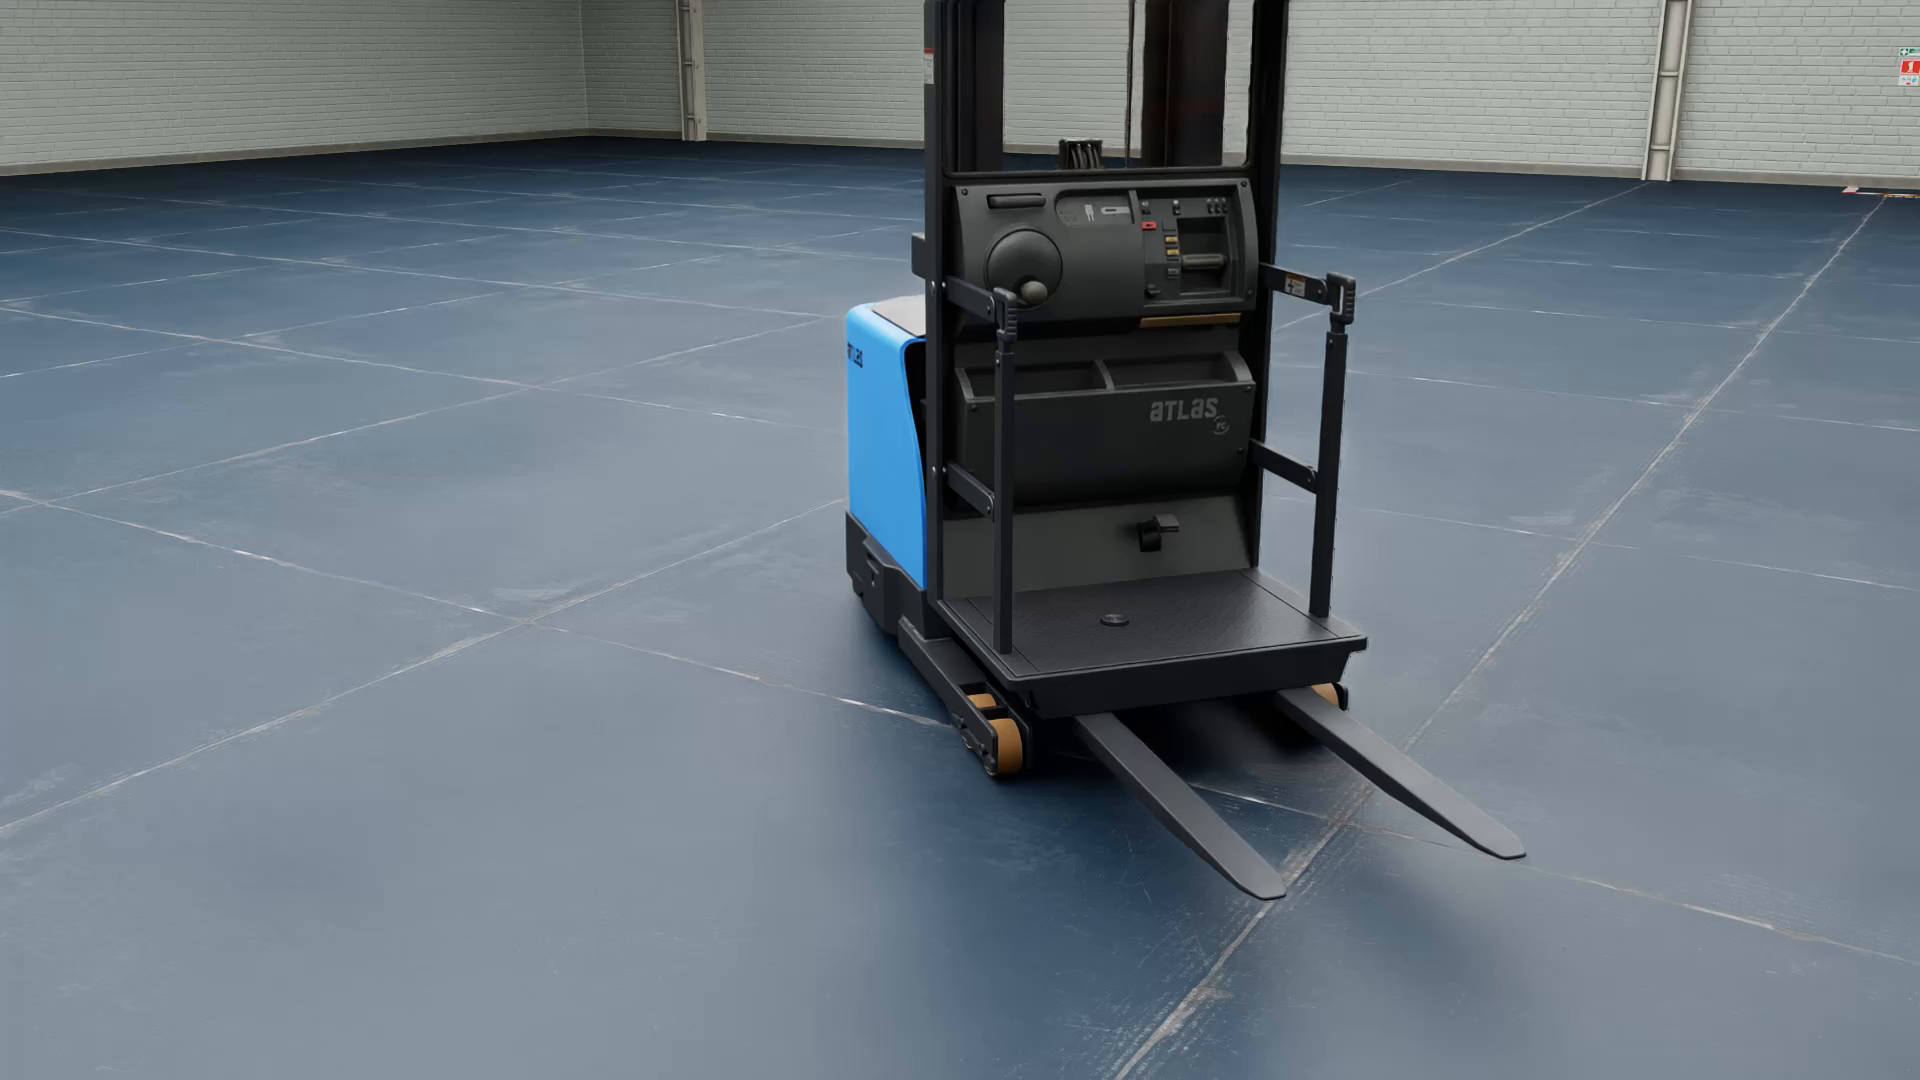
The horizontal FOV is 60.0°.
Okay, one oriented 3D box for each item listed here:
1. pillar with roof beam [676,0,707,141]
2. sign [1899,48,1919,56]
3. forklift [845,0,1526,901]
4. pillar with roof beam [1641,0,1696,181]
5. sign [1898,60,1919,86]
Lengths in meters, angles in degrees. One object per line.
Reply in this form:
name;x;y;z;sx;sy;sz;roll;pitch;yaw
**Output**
pillar with roof beam;-7.521;-11.180;28.204;0.400;9.000;9.100;10;20;30
sign;12.679;-6.488;22.106;0.331;0.109;0.001;10;20;30
forklift;0.507;-0.866;4.689;1.130;2.935;3.031;-5;18;-17
pillar with roof beam;7.817;-8.442;19.191;0.400;9.000;9.100;10;20;30
sign;12.680;-6.237;22.193;0.234;0.329;0.001;10;20;30
